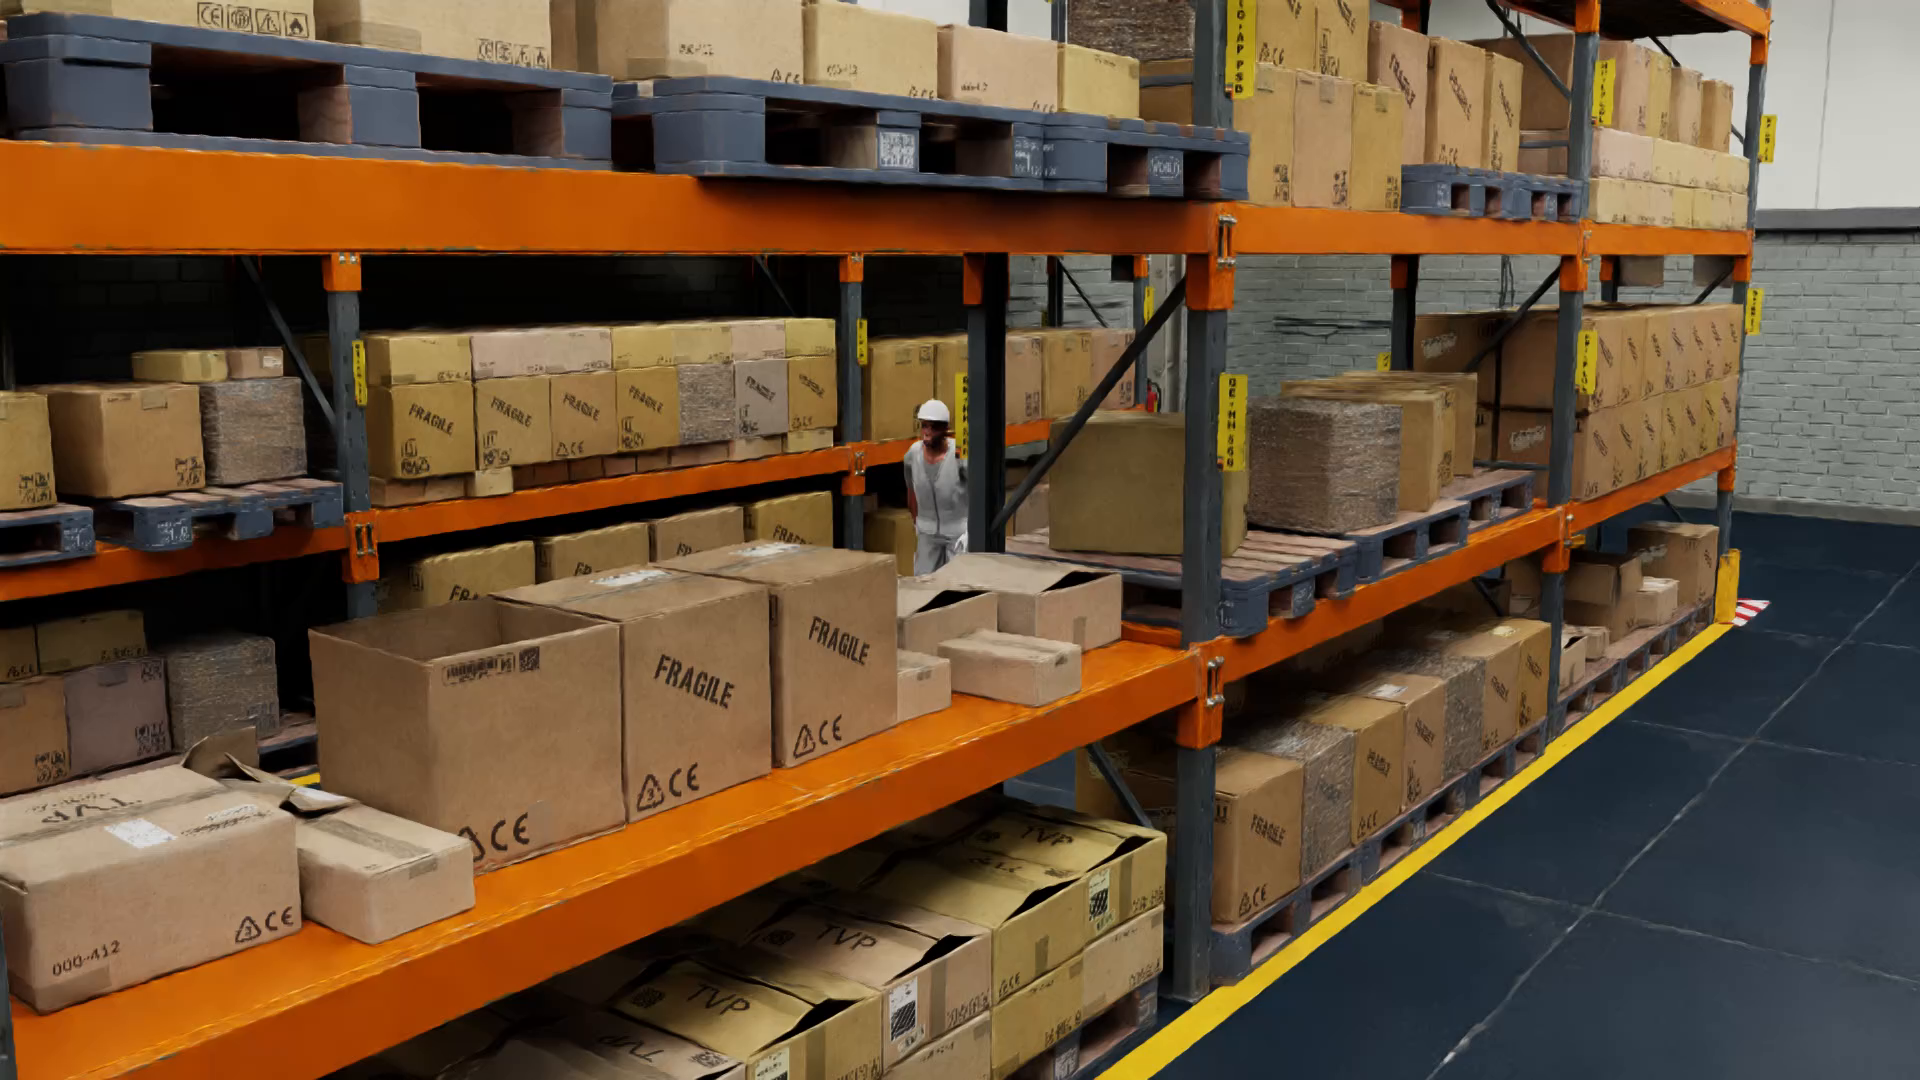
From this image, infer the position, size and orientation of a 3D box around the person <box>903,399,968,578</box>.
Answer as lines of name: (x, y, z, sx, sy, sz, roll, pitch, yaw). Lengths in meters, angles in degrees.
person: (-0.093, -0.024, 10.526, 0.536, 1.761, 0.682, 3, 10, 19)
